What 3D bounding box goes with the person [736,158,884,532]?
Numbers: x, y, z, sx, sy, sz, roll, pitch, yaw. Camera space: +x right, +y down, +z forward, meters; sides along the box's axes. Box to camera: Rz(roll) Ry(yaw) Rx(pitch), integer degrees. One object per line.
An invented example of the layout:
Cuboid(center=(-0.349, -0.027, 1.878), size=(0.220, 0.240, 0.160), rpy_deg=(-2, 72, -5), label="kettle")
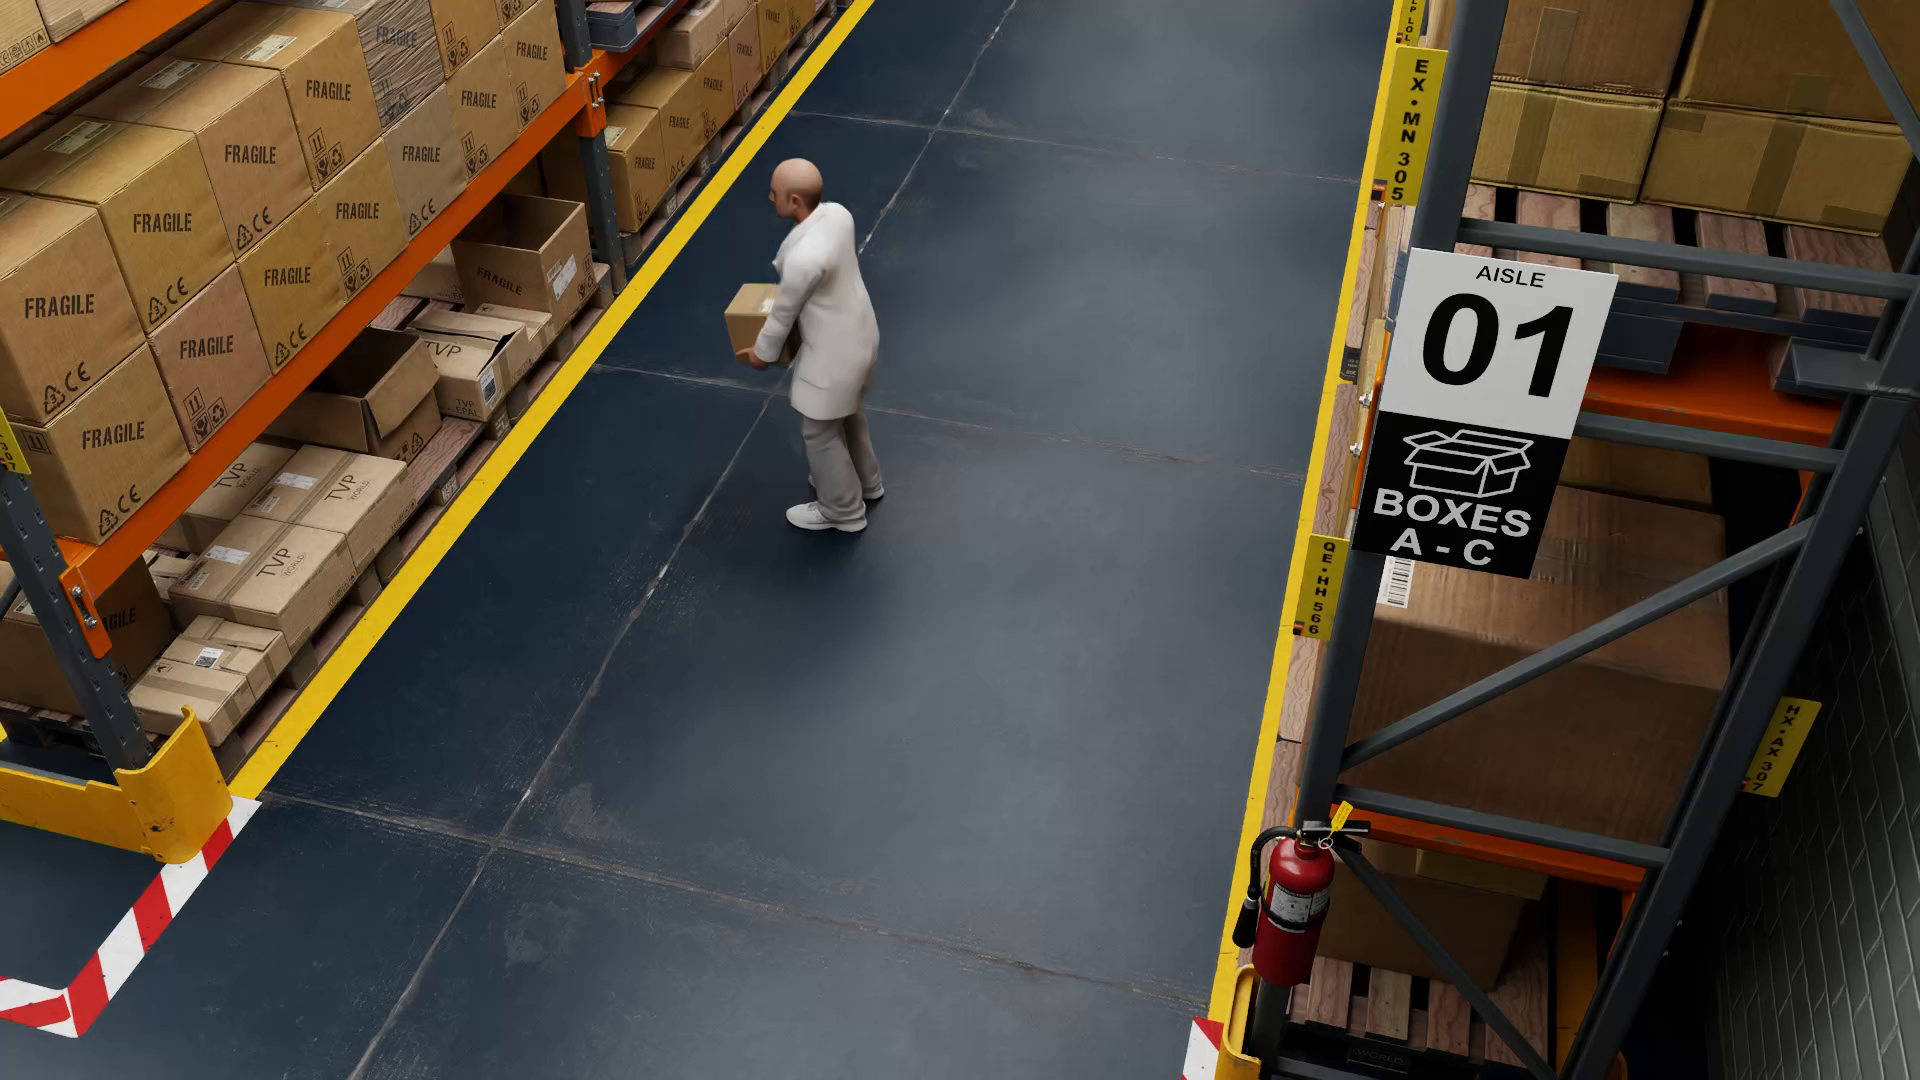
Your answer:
Cuboid(center=(-0.647, -0.840, 7.165), size=(0.584, 1.770, 0.528), rpy_deg=(9, 41, 11), label="person")
